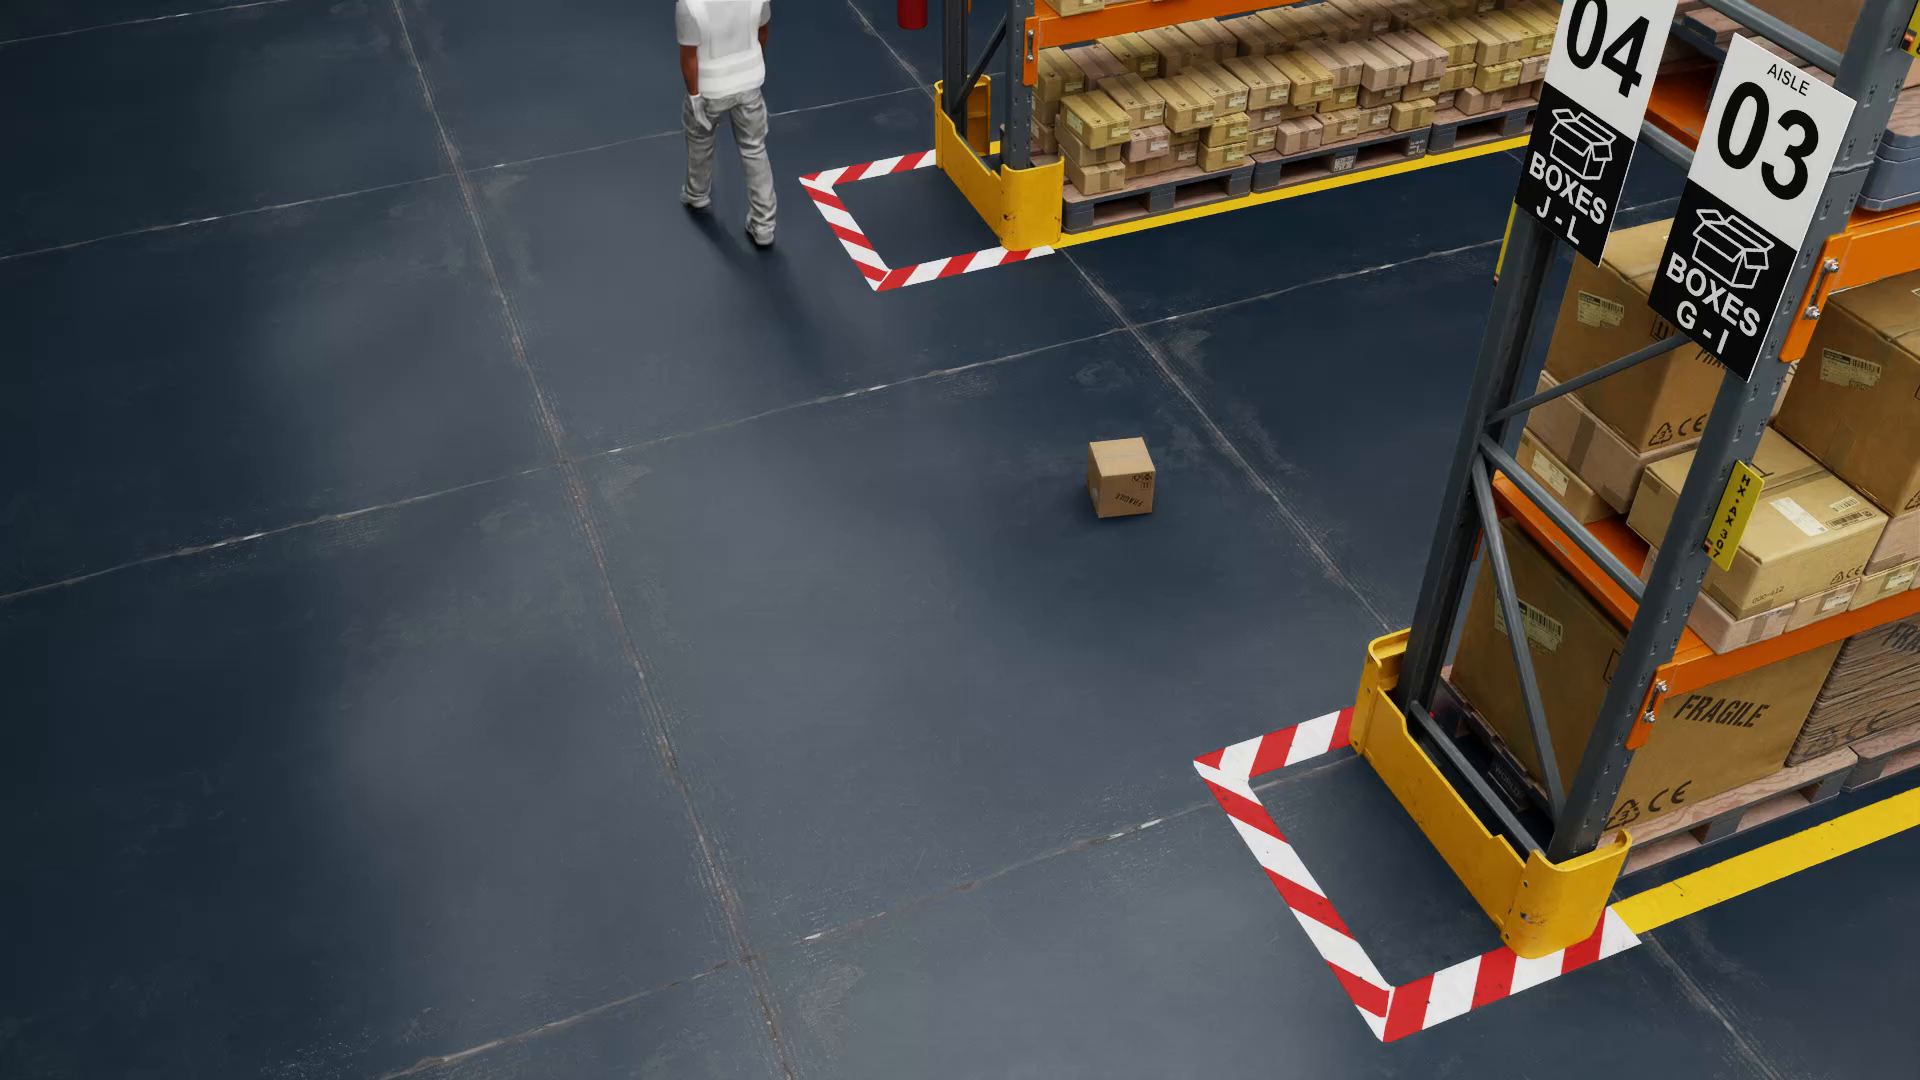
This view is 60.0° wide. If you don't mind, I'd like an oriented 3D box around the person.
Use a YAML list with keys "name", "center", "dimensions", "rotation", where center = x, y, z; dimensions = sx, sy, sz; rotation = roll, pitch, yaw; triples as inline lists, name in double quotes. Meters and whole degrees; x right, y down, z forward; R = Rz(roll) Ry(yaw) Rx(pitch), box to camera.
- name: "person"
  center: [-1.298, -2.521, 8.997]
  dimensions: [0.549, 1.784, 0.828]
  rotation: [-19, 45, -20]
